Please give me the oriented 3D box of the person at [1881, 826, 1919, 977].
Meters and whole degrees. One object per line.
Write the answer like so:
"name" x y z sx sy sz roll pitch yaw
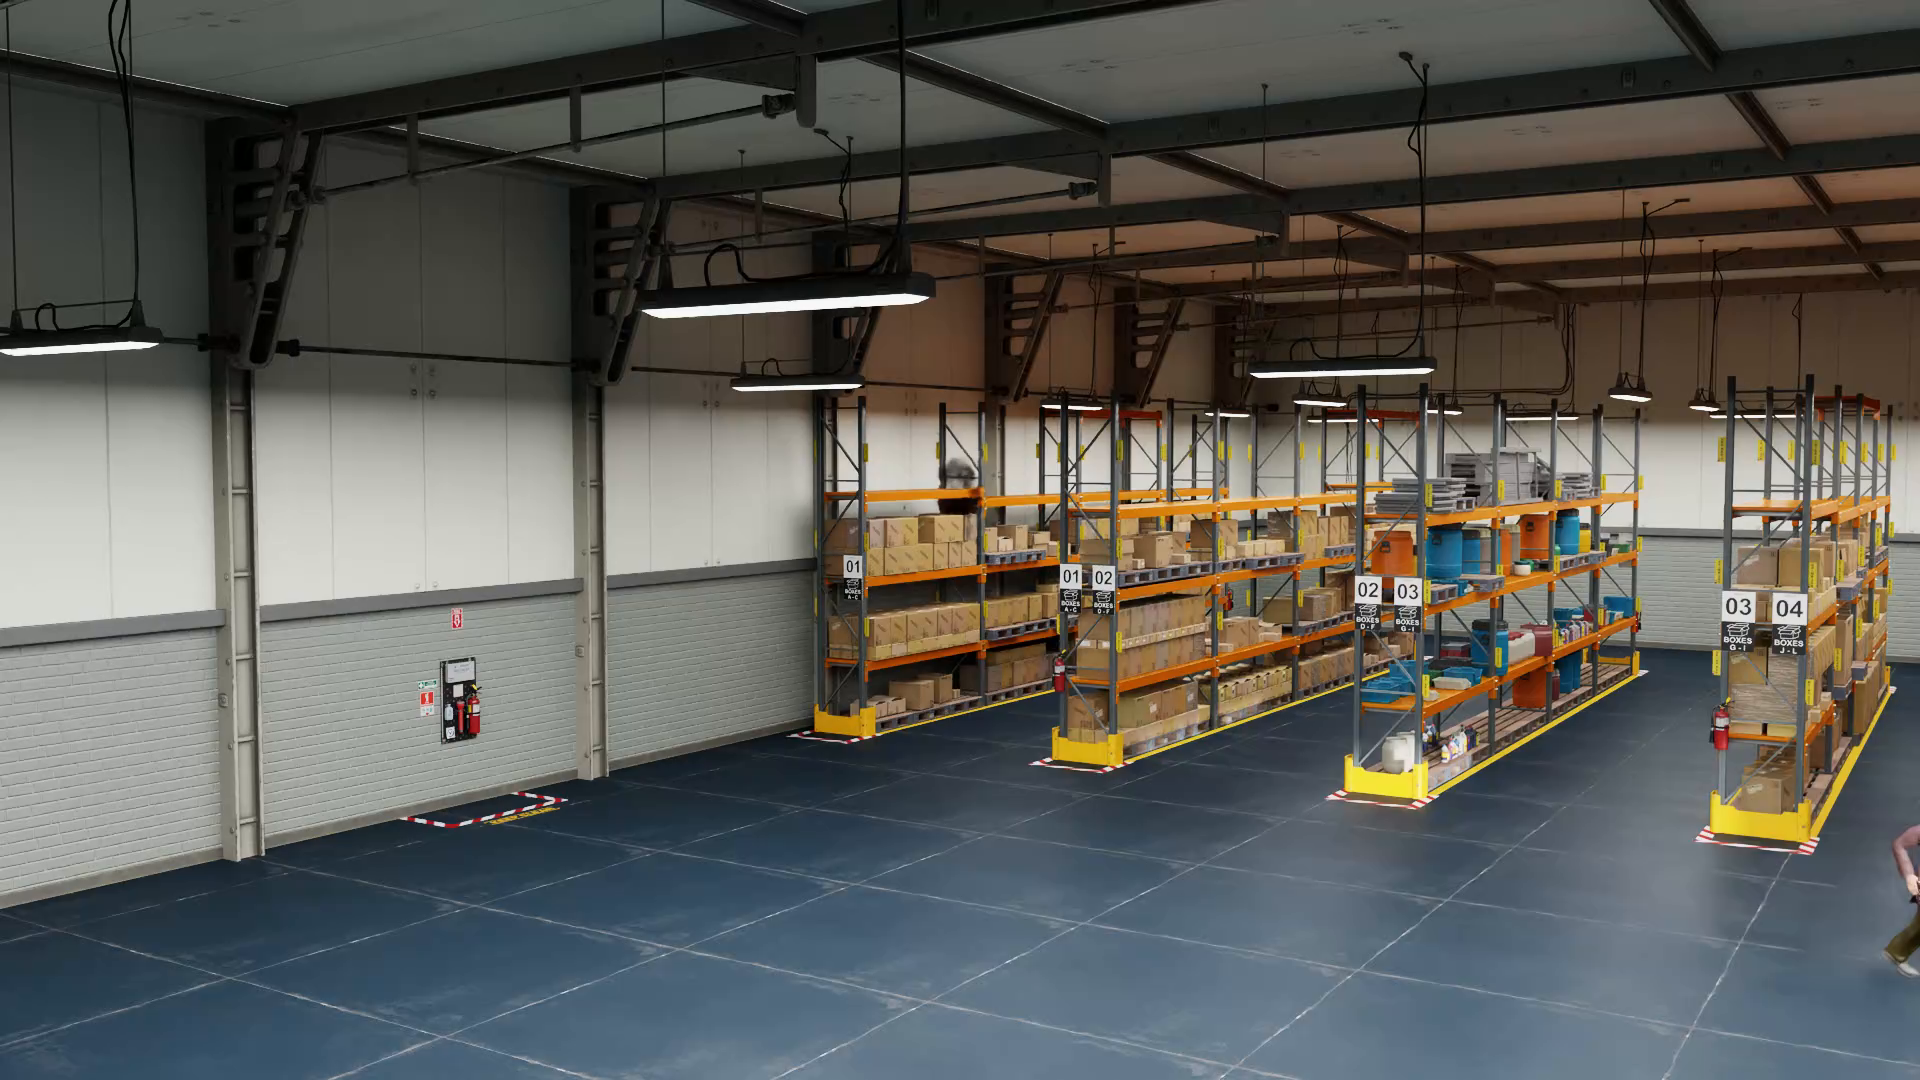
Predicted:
"person" 9.068 3.335 15.515 0.626 1.784 0.980 -2 4 -33
